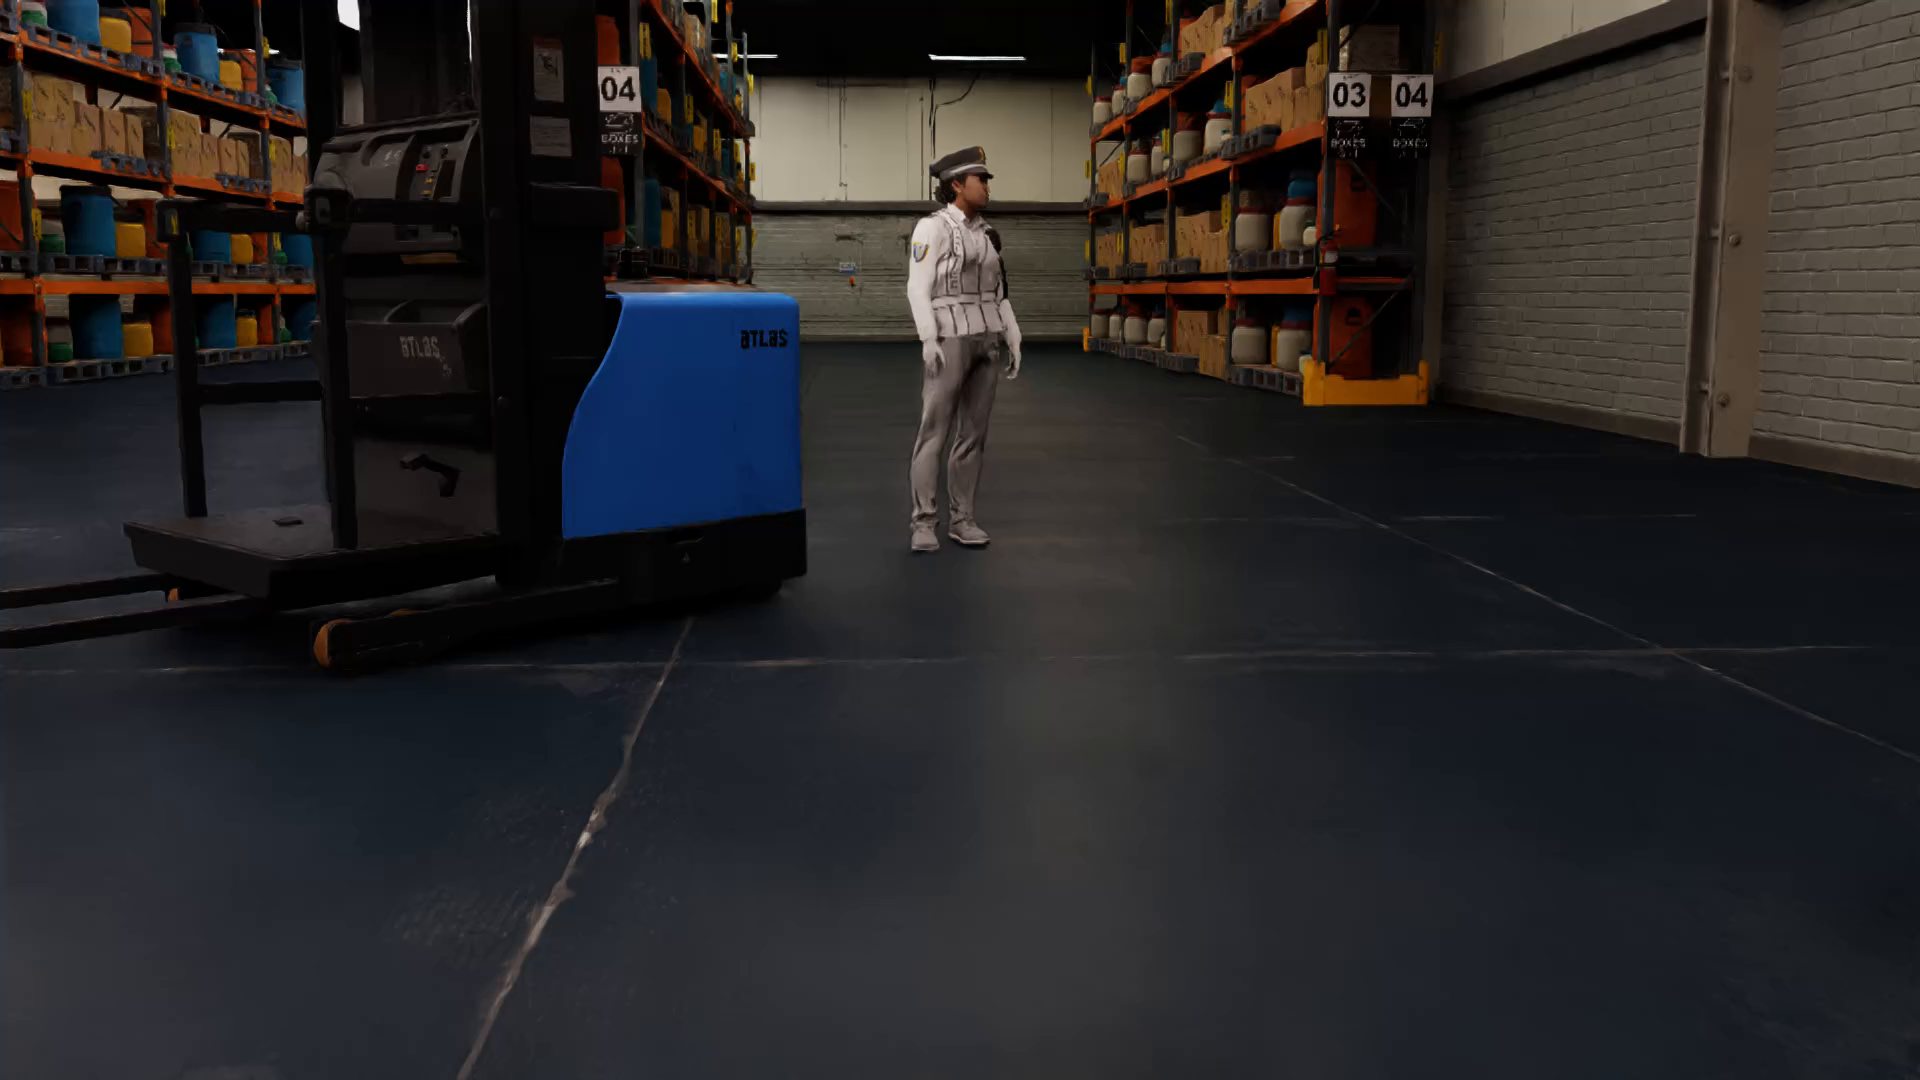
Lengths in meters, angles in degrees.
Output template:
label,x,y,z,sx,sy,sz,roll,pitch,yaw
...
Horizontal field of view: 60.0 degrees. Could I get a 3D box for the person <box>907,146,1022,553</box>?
label,x,y,z,sx,sy,sz,roll,pitch,yaw
person,-0.004,-0.829,7.144,0.366,1.696,0.687,7,11,41

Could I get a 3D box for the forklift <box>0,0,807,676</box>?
label,x,y,z,sx,sy,sz,roll,pitch,yaw
forklift,-1.921,-1.148,5.061,1.130,2.935,3.031,8,11,42
